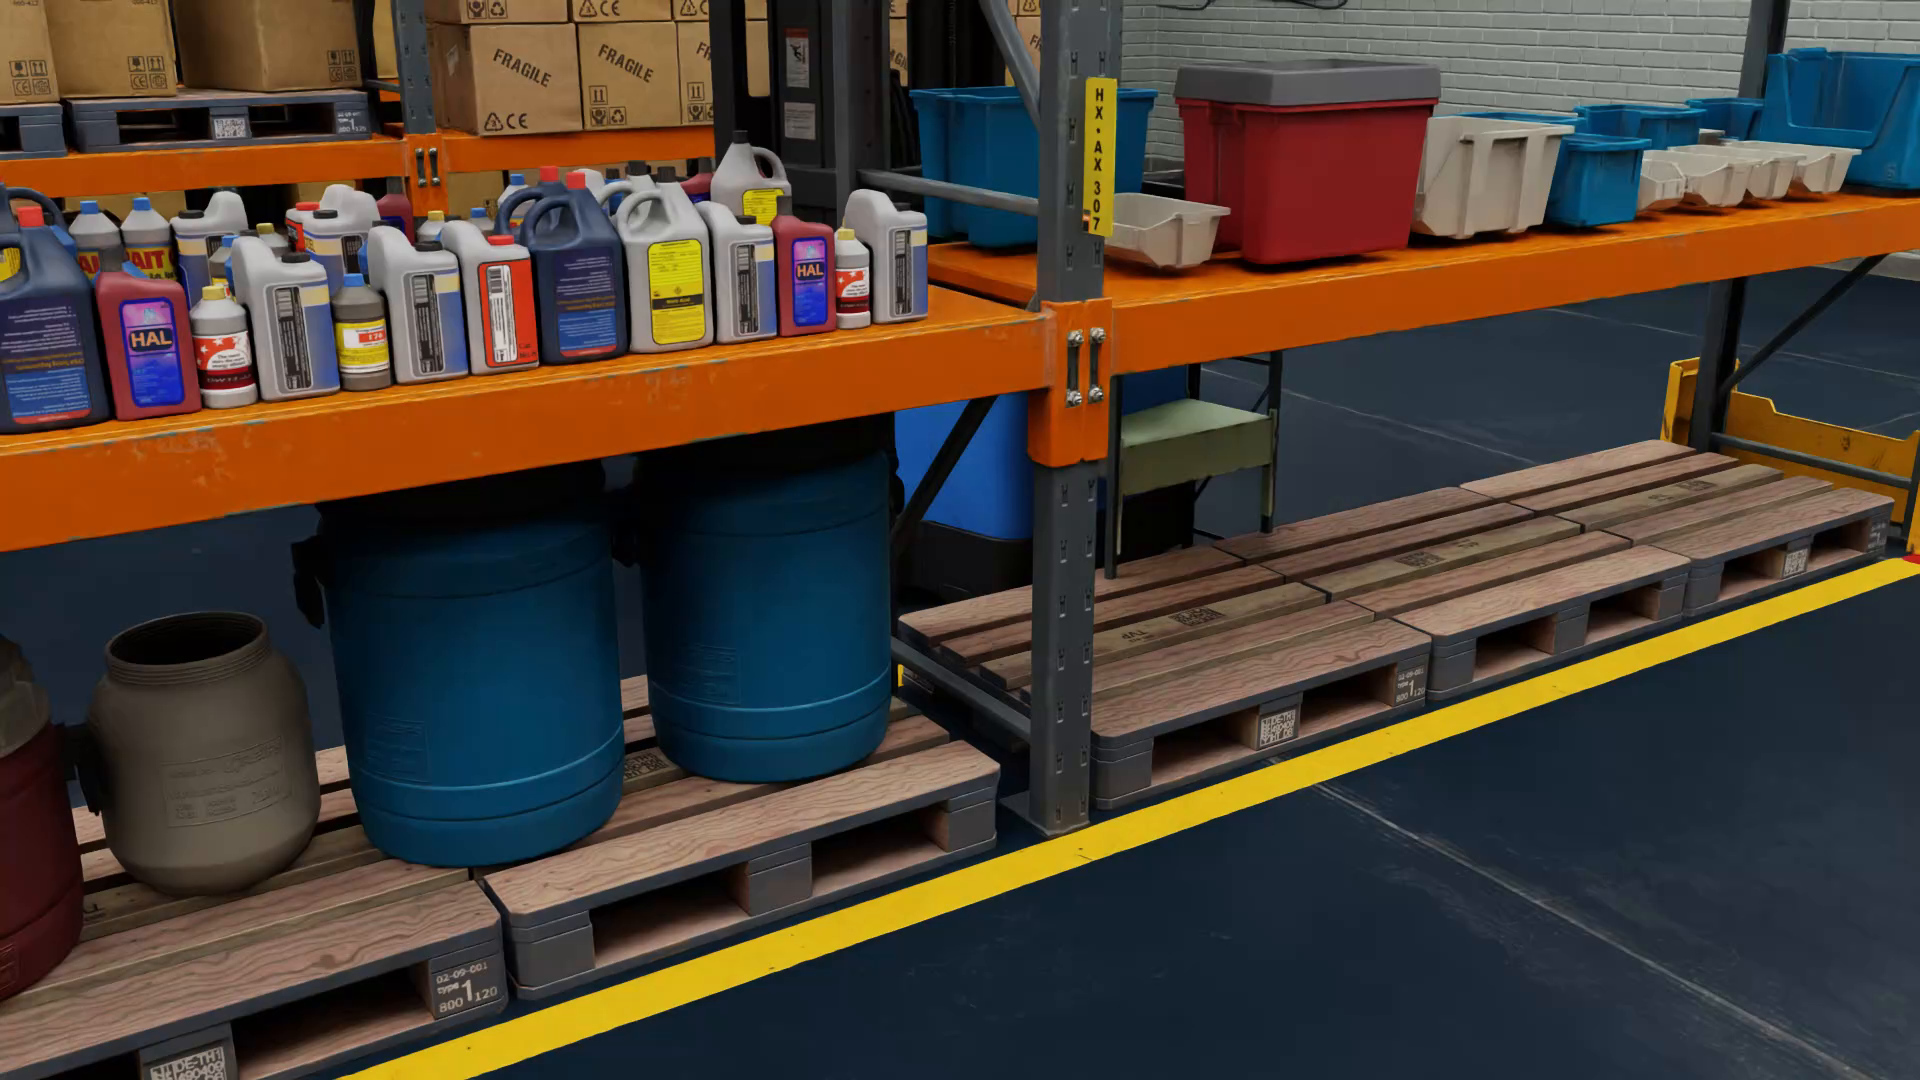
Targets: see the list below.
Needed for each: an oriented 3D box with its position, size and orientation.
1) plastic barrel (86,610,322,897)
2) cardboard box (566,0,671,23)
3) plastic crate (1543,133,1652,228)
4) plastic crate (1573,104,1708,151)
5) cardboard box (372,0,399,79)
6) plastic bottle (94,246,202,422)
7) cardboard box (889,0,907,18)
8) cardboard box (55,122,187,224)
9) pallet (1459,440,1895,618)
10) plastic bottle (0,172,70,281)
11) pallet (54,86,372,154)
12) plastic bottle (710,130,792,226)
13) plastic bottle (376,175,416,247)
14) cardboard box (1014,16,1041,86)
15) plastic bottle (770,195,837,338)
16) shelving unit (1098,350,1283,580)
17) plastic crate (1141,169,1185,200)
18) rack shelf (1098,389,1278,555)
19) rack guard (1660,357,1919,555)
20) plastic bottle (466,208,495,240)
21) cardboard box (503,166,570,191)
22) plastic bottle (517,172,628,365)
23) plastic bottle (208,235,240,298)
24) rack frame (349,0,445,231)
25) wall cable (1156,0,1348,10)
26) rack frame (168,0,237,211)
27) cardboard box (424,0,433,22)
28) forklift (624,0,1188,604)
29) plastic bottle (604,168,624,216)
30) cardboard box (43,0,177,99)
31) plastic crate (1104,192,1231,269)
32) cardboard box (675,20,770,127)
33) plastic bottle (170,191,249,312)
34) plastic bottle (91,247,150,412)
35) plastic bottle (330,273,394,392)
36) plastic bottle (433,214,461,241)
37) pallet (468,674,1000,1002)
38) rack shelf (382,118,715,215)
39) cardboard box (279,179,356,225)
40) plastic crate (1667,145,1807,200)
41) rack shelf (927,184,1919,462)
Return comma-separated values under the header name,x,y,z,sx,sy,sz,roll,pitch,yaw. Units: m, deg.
name,x,y,z,sx,sy,sz,roll,pitch,yaw
plastic barrel,-1.580,0.442,3.483,0.421,0.512,0.421,0,19,0
cardboard box,-1.747,-2.775,8.051,0.500,0.500,0.500,-13,22,-33
plastic crate,1.762,-1.053,4.843,0.300,0.233,0.416,-12,22,-31
plastic crate,2.399,-1.412,5.905,0.300,0.233,0.416,-12,22,-31
cardboard box,-4.379,-3.840,12.450,0.700,0.700,0.980,-13,22,-33
plastic bottle,-1.356,-0.348,2.771,0.133,0.283,0.061,-12,22,-31
cardboard box,-0.457,-3.047,8.856,0.500,0.500,0.500,-11,22,-30
cardboard box,-5.925,-2.511,11.688,0.750,0.750,0.750,-12,22,-31
pallet,2.626,-0.078,6.146,1.213,0.211,1.003,-12,22,-31
plastic bottle,-1.866,-0.561,3.298,0.185,0.351,0.144,-12,22,-31
pallet,-3.453,-1.952,7.636,1.213,0.211,1.003,-12,22,-31
plastic bottle,-0.511,-0.824,4.074,0.185,0.351,0.144,-12,22,-31
plastic bottle,-1.287,-0.667,3.717,0.133,0.283,0.061,-12,22,-31
cardboard box,0.391,-2.755,9.555,0.500,0.500,0.500,-11,22,-30
plastic bottle,-0.324,-0.565,3.415,0.133,0.283,0.061,-12,22,-31
shelving unit,0.647,-0.552,5.426,0.755,1.500,0.431,-13,21,-37
plastic crate,0.783,-0.997,4.845,0.590,0.125,0.437,-12,22,-31
rack shelf,0.647,-0.240,5.520,0.720,0.370,0.431,-13,21,-37
rack guard,3.349,-0.358,6.522,0.348,0.500,1.175,-12,22,-31
plastic bottle,-1.099,-0.661,3.826,0.097,0.201,0.097,0,19,0
cardboard box,-3.480,-2.872,13.303,0.500,0.500,0.700,-13,22,-33
plastic bottle,-0.747,-0.524,3.188,0.185,0.351,0.144,-12,22,-31
plastic bottle,-1.484,-0.522,3.414,0.097,0.201,0.097,0,19,0
rack frame,-2.726,-2.155,7.936,0.127,3.000,1.000,-12,22,-31
wall cable,2.808,-6.456,16.137,0.112,2.526,3.097,-12,22,-31
rack frame,-5.453,-3.479,11.853,0.127,3.000,1.000,-12,22,-31
cardboard box,-2.446,-2.834,8.228,0.500,0.500,0.500,-12,22,-31
forklift,-0.637,-1.517,6.154,3.031,2.935,1.130,15,24,38
plastic bottle,-0.824,-0.752,3.987,0.097,0.271,0.097,0,19,0
cardboard box,-3.784,-2.240,7.374,0.500,0.500,0.700,-8,20,-23
plastic crate,0.463,-0.777,4.177,0.243,0.136,0.396,-12,22,-31
cardboard box,-1.305,-2.398,8.498,0.500,0.500,0.500,-12,22,-32
plastic bottle,-1.568,-0.587,3.491,0.135,0.276,0.152,-12,22,-31
plastic bottle,-1.415,-0.360,2.827,0.097,0.271,0.097,0,19,0
plastic bottle,-1.076,-0.375,2.980,0.097,0.201,0.097,0,19,0
plastic bottle,-0.966,-0.489,3.210,0.097,0.271,0.097,0,19,0
pallet,-0.672,0.616,4.092,1.213,0.211,1.003,-12,22,-31
rack shelf,-1.055,-2.166,9.093,4.000,0.370,1.077,-12,22,-31
cardboard box,-4.772,-2.598,12.494,0.500,0.500,0.700,-12,22,-31
plastic crate,2.505,-1.198,5.423,0.243,0.136,0.396,-12,22,-31
rack shelf,1.666,-0.841,5.172,4.000,0.370,1.077,-12,22,-31
